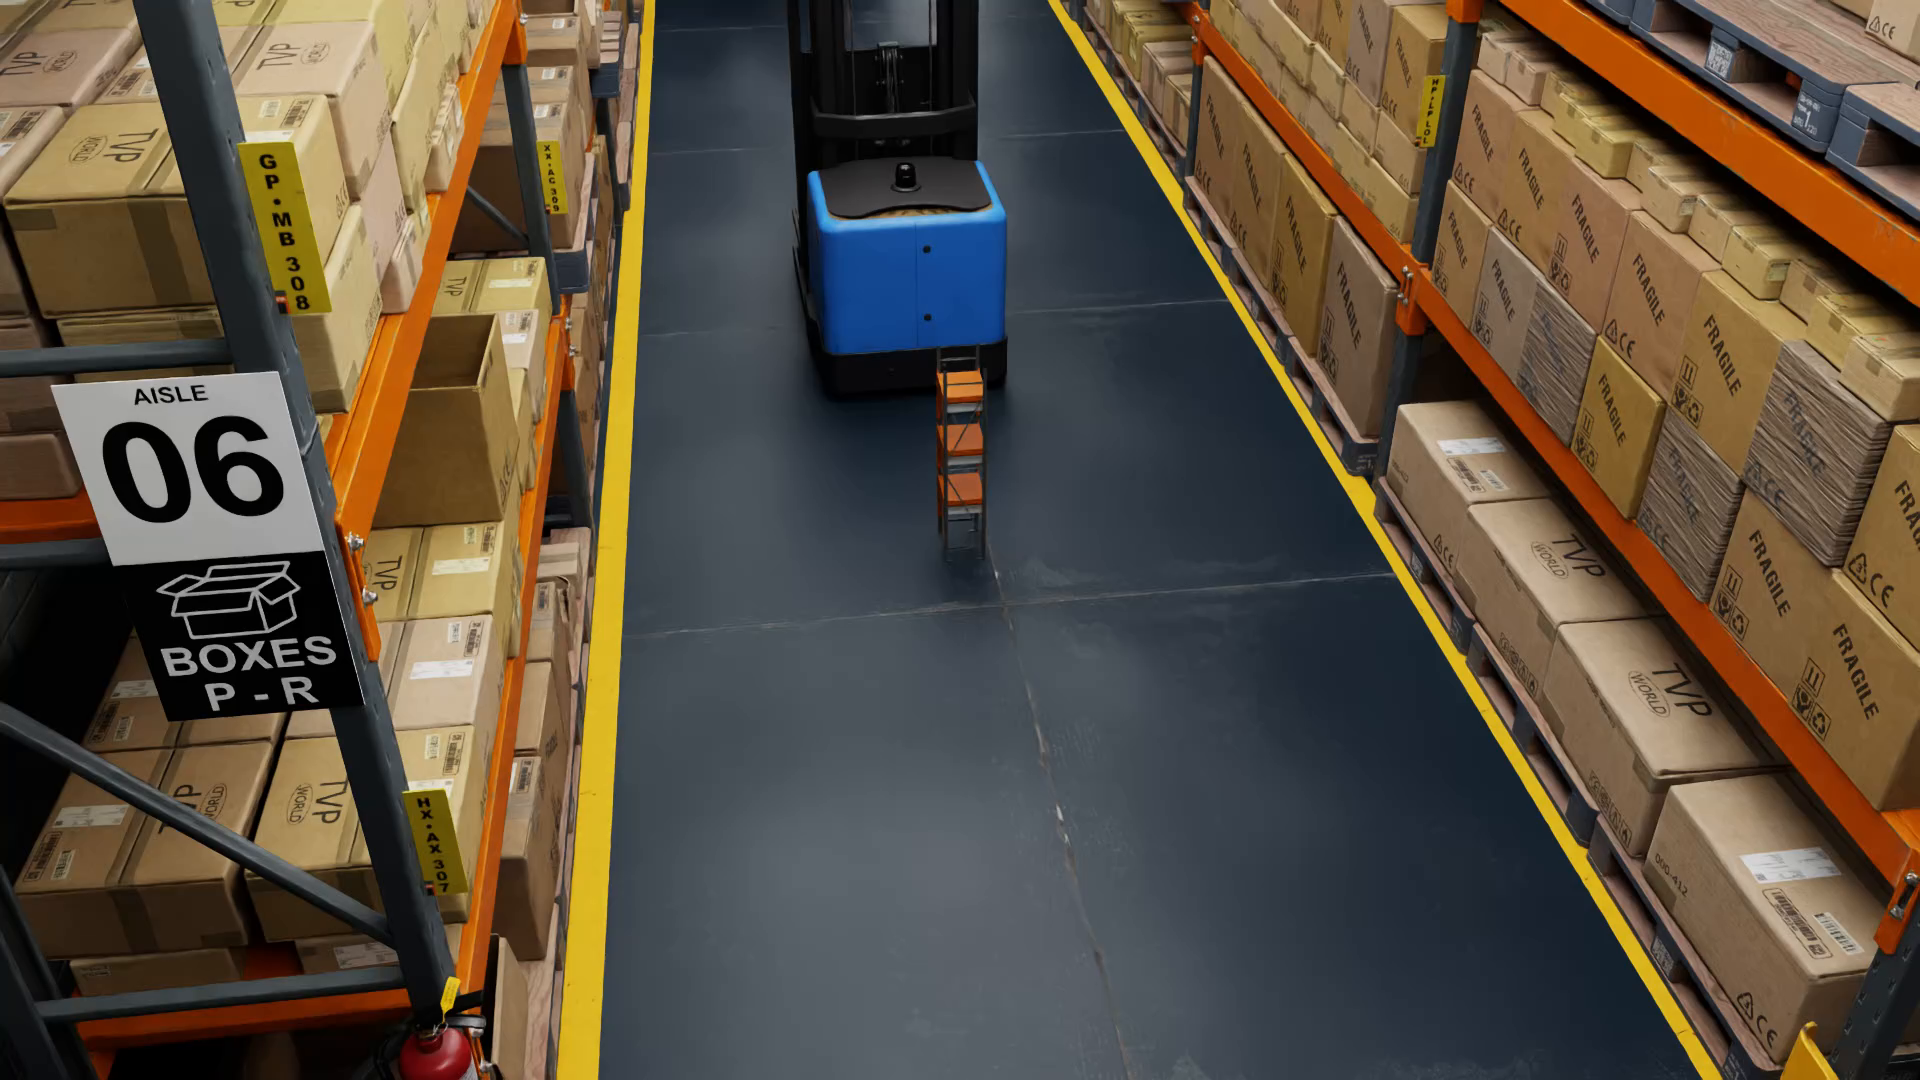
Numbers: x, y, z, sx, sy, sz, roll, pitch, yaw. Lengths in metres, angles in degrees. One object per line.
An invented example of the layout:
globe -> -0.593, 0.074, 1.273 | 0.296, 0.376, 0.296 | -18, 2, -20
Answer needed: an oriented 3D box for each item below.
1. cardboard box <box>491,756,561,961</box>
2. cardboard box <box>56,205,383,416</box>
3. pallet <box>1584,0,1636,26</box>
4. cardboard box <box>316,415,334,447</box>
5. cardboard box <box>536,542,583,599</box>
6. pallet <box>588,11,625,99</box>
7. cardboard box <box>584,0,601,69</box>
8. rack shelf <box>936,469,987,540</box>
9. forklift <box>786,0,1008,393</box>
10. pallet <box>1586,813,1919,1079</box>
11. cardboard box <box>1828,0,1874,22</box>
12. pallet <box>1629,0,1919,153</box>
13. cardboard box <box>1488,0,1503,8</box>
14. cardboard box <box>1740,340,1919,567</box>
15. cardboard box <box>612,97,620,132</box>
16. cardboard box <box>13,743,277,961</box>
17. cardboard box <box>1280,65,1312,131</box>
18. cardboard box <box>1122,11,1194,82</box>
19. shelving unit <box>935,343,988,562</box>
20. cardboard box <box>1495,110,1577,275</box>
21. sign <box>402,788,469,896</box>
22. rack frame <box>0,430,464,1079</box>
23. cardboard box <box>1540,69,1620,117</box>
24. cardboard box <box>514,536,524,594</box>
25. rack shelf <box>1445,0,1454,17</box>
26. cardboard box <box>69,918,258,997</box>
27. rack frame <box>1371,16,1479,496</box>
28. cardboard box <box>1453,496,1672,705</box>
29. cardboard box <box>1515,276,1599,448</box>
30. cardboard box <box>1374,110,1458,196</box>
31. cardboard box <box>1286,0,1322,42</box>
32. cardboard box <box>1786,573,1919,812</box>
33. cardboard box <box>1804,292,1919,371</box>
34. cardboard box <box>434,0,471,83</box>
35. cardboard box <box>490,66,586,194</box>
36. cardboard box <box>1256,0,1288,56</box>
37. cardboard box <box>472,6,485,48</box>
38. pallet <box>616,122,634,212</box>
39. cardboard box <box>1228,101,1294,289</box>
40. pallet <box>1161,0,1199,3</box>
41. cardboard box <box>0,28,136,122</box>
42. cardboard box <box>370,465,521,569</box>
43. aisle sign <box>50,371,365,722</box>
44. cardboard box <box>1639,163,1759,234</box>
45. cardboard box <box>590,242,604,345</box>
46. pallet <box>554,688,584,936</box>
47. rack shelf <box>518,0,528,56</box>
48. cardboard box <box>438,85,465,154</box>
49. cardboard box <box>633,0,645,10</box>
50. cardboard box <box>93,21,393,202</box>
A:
cardboard box -> -1.802, 1.123, 5.785 | 0.700, 0.500, 0.500 | -3, 34, -4
cardboard box -> -1.526, -0.477, 3.491 | 0.500, 0.250, 0.500 | -5, 35, -7
pallet -> 2.742, -2.263, 6.323 | 1.003, 0.211, 1.213 | -4, 35, -6
cardboard box -> -1.550, -0.239, 3.496 | 0.380, 0.149, 0.250 | -4, 34, -5
cardboard box -> -1.909, 0.153, 7.520 | 0.380, 0.149, 0.250 | -5, 35, -8
pallet -> -2.653, -2.920, 10.041 | 1.213, 0.211, 1.003 | -4, 35, -6
cardboard box -> -2.351, -2.919, 9.630 | 0.500, 0.250, 0.500 | -6, 35, -9
rack shelf -> 0.007, -0.166, 8.073 | 0.215, 0.259, 0.240 | -4, 35, -6
forklift -> -0.478, -2.857, 9.840 | 1.130, 2.935, 3.031 | -5, 35, -8
pallet -> 2.996, 1.426, 5.970 | 1.003, 0.211, 1.213 | -4, 35, -6
cardboard box -> 3.058, -1.918, 5.186 | 0.500, 0.500, 0.500 | -4, 34, -6
pallet -> 2.903, -1.584, 5.326 | 1.003, 0.211, 1.213 | -4, 35, -6
cardboard box -> 2.773, -2.521, 8.310 | 0.500, 0.500, 0.500 | -5, 35, -7
cardboard box -> 2.780, -0.281, 5.022 | 0.500, 0.500, 0.500 | -4, 35, -6
cardboard box -> -2.979, -3.277, 12.131 | 0.875, 0.625, 0.625 | -3, 34, -5
cardboard box -> -2.062, 0.795, 4.289 | 0.500, 0.250, 0.500 | -3, 34, -5
cardboard box -> 2.142, -2.542, 9.450 | 0.500, 0.250, 0.500 | -4, 35, -6
cardboard box -> 1.835, -3.988, 13.400 | 0.950, 0.372, 0.625 | -3, 34, -5
shelving unit -> 0.007, -0.404, 7.911 | 0.215, 1.050, 0.252 | -4, 35, -6
cardboard box -> 2.528, -1.406, 6.673 | 0.500, 0.500, 0.500 | -5, 35, -7
sign -> -1.200, 0.693, 3.800 | 0.100, 0.325, 0.005 | -4, 35, -6
rack frame -> -1.737, 1.092, 3.984 | 1.000, 3.000, 0.127 | -4, 35, -6
cardboard box -> 2.555, -1.763, 6.621 | 0.380, 0.149, 0.250 | -5, 35, -7
cardboard box -> -1.689, 0.124, 5.628 | 0.380, 0.149, 0.250 | -4, 34, -5
rack shelf -> 2.374, -3.576, 8.809 | 1.077, 0.370, 4.000 | -4, 35, -6
cardboard box -> -2.048, 1.031, 4.296 | 0.380, 0.149, 0.250 | -5, 35, -7
rack frame -> 2.643, -1.518, 7.814 | 1.000, 3.000, 0.127 | -4, 35, -6
cardboard box -> 2.742, 0.225, 7.158 | 0.875, 0.438, 0.875 | -5, 35, -8
cardboard box -> 2.570, -0.718, 6.552 | 0.500, 0.500, 0.500 | -4, 34, -6
cardboard box -> 2.342, -1.890, 8.049 | 0.500, 0.250, 0.500 | -4, 35, -6
cardboard box -> 2.124, -3.063, 9.104 | 0.500, 0.500, 0.500 | -4, 34, -6
cardboard box -> 2.853, 0.424, 4.876 | 0.500, 0.500, 0.500 | -4, 34, -6
cardboard box -> 2.765, -0.615, 4.936 | 0.380, 0.149, 0.250 | -4, 34, -5
cardboard box -> -1.825, -1.614, 5.160 | 0.500, 0.250, 0.500 | -4, 34, -5
cardboard box -> -2.188, -1.931, 7.958 | 0.700, 0.500, 0.500 | -4, 34, -6
cardboard box -> 2.051, -3.026, 9.715 | 0.500, 0.250, 0.500 | -4, 35, -7
cardboard box -> -1.877, -1.810, 5.802 | 0.380, 0.149, 0.250 | -3, 34, -5
pallet -> -2.885, -2.682, 11.998 | 1.003, 0.211, 1.213 | -4, 35, -6
cardboard box -> 2.231, -2.156, 10.264 | 0.875, 0.875, 0.875 | -4, 34, -6
pallet -> 1.903, -4.060, 11.715 | 1.213, 0.211, 1.003 | -4, 35, -6
cardboard box -> -2.143, -0.932, 3.715 | 0.500, 0.250, 0.500 | -5, 35, -8
cardboard box -> -1.761, -0.090, 5.587 | 0.500, 0.250, 0.500 | -5, 35, -8
aisle sign -> -1.437, 0.034, 3.228 | 0.394, 0.787, 0.004 | -4, 35, -6
cardboard box -> 2.614, -1.193, 5.785 | 0.380, 0.149, 0.250 | -4, 35, -6
cardboard box -> -2.325, -1.433, 9.535 | 0.500, 0.500, 0.500 | -6, 35, -8
pallet -> -2.017, 1.078, 6.481 | 1.003, 0.211, 1.213 | -4, 35, -6
rack shelf -> -2.544, -3.198, 8.255 | 1.077, 0.370, 4.000 | -4, 35, -6
cardboard box -> -1.698, -1.240, 4.966 | 0.380, 0.149, 0.250 | -4, 34, -5
cardboard box -> -3.088, -4.936, 14.899 | 0.500, 0.250, 0.500 | -4, 34, -6
cardboard box -> -1.598, -0.967, 3.766 | 0.500, 0.250, 0.500 | -5, 35, -7
